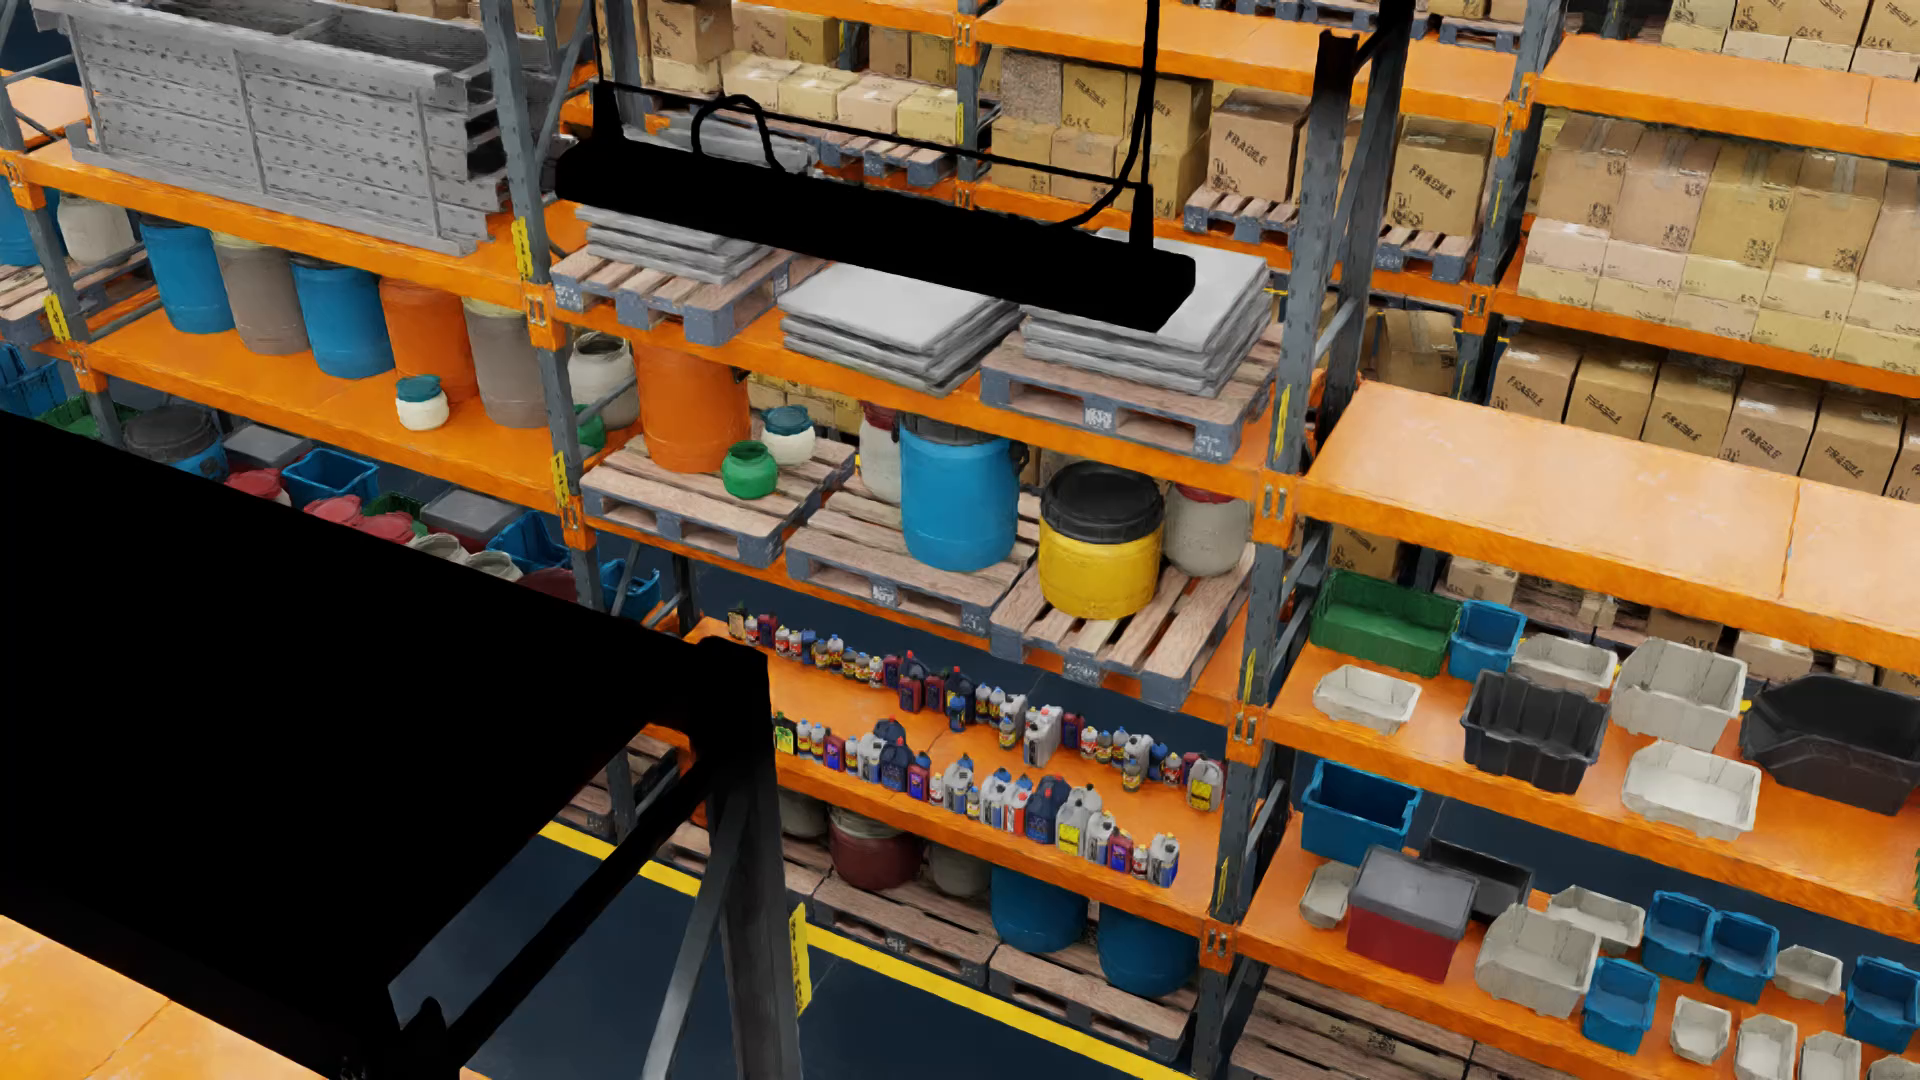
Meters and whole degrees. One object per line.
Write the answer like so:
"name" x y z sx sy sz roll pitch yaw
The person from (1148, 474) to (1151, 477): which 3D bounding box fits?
"person" 1.304 -0.135 12.659 1.086 1.577 0.495 18 39 23
